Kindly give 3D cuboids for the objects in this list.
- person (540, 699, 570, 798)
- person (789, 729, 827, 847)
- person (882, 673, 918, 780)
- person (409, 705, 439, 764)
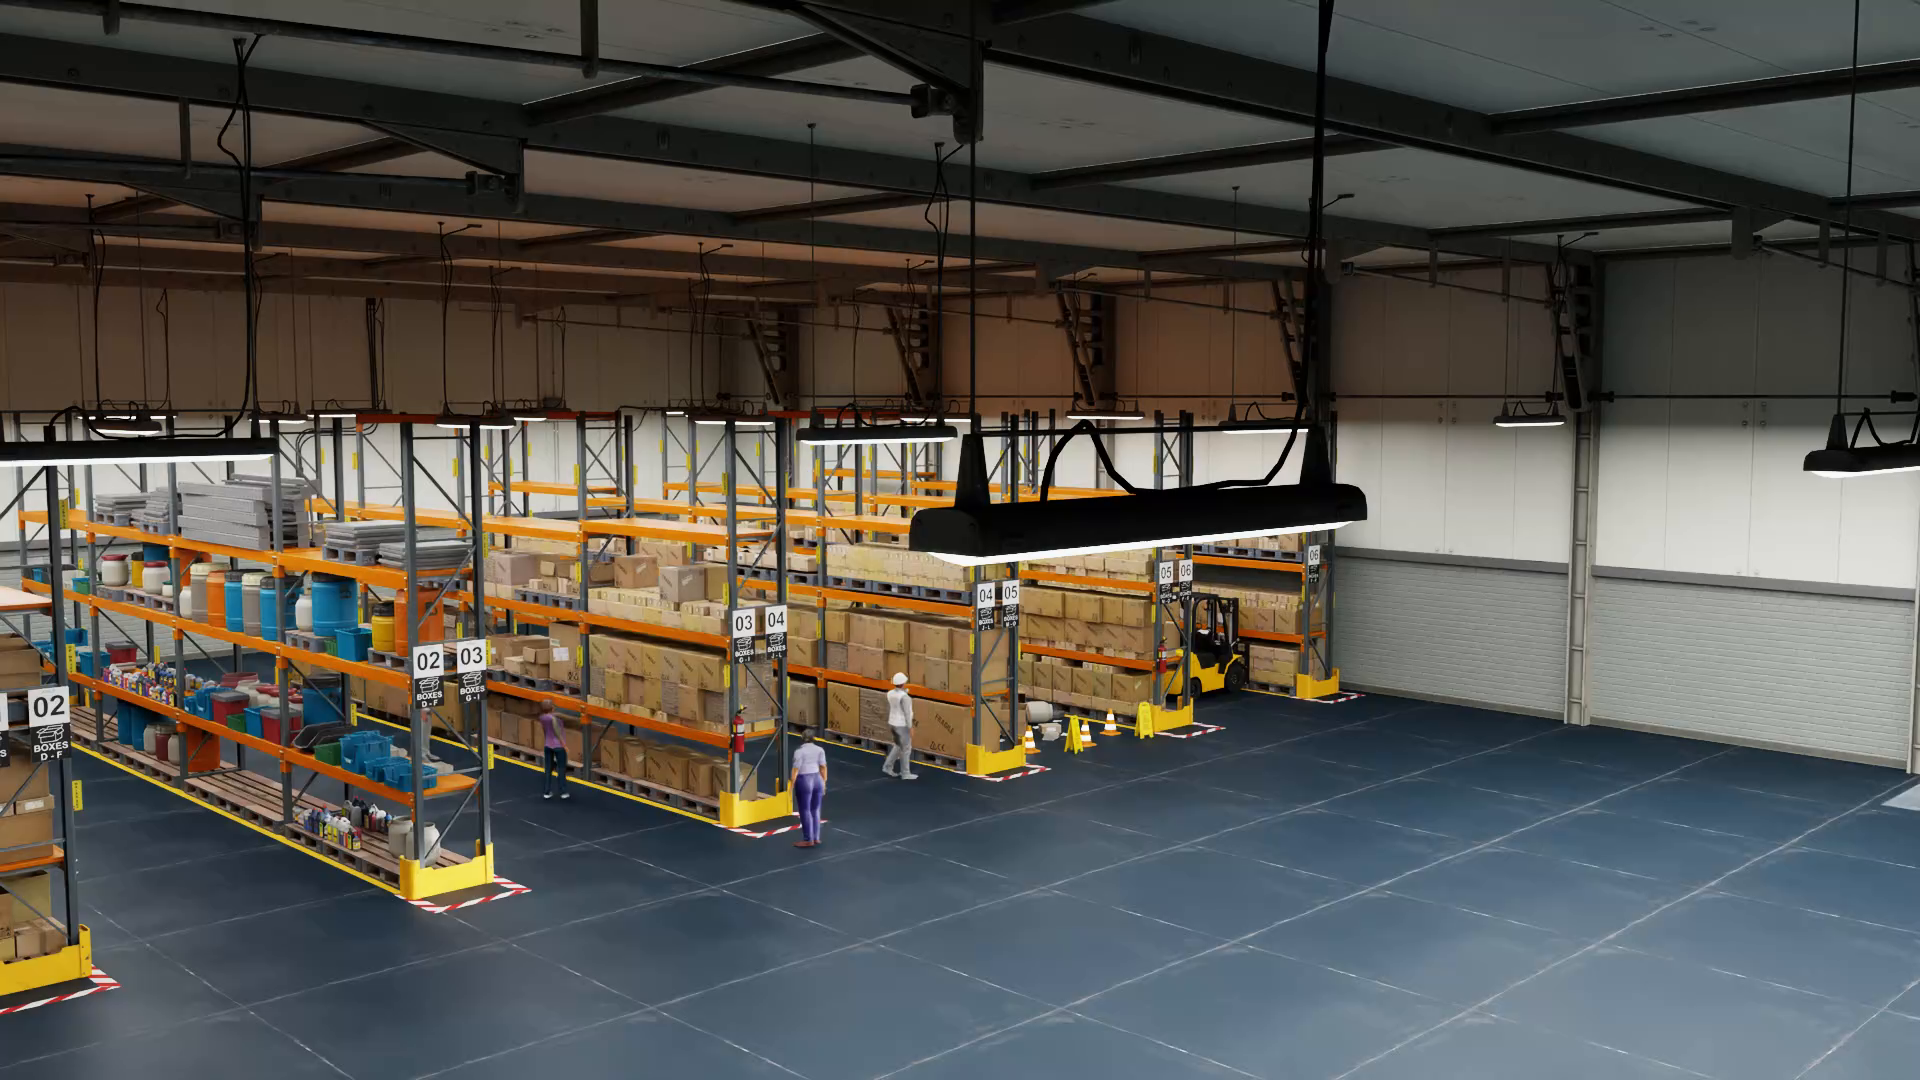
[{"bbox_3d":[-6.333,3.265,26.088,0.485,1.583,0.388,2,5,25],"label":"person"},{"bbox_3d":[-2.133,3.484,23.418,0.530,1.671,0.382,-3,6,-32],"label":"person"},{"bbox_3d":[-0.974,3.071,27.507,0.497,1.785,0.606,-3,6,-28],"label":"person"},{"bbox_3d":[-9.321,2.972,28.856,0.489,1.798,0.592,0,5,0],"label":"person"}]
